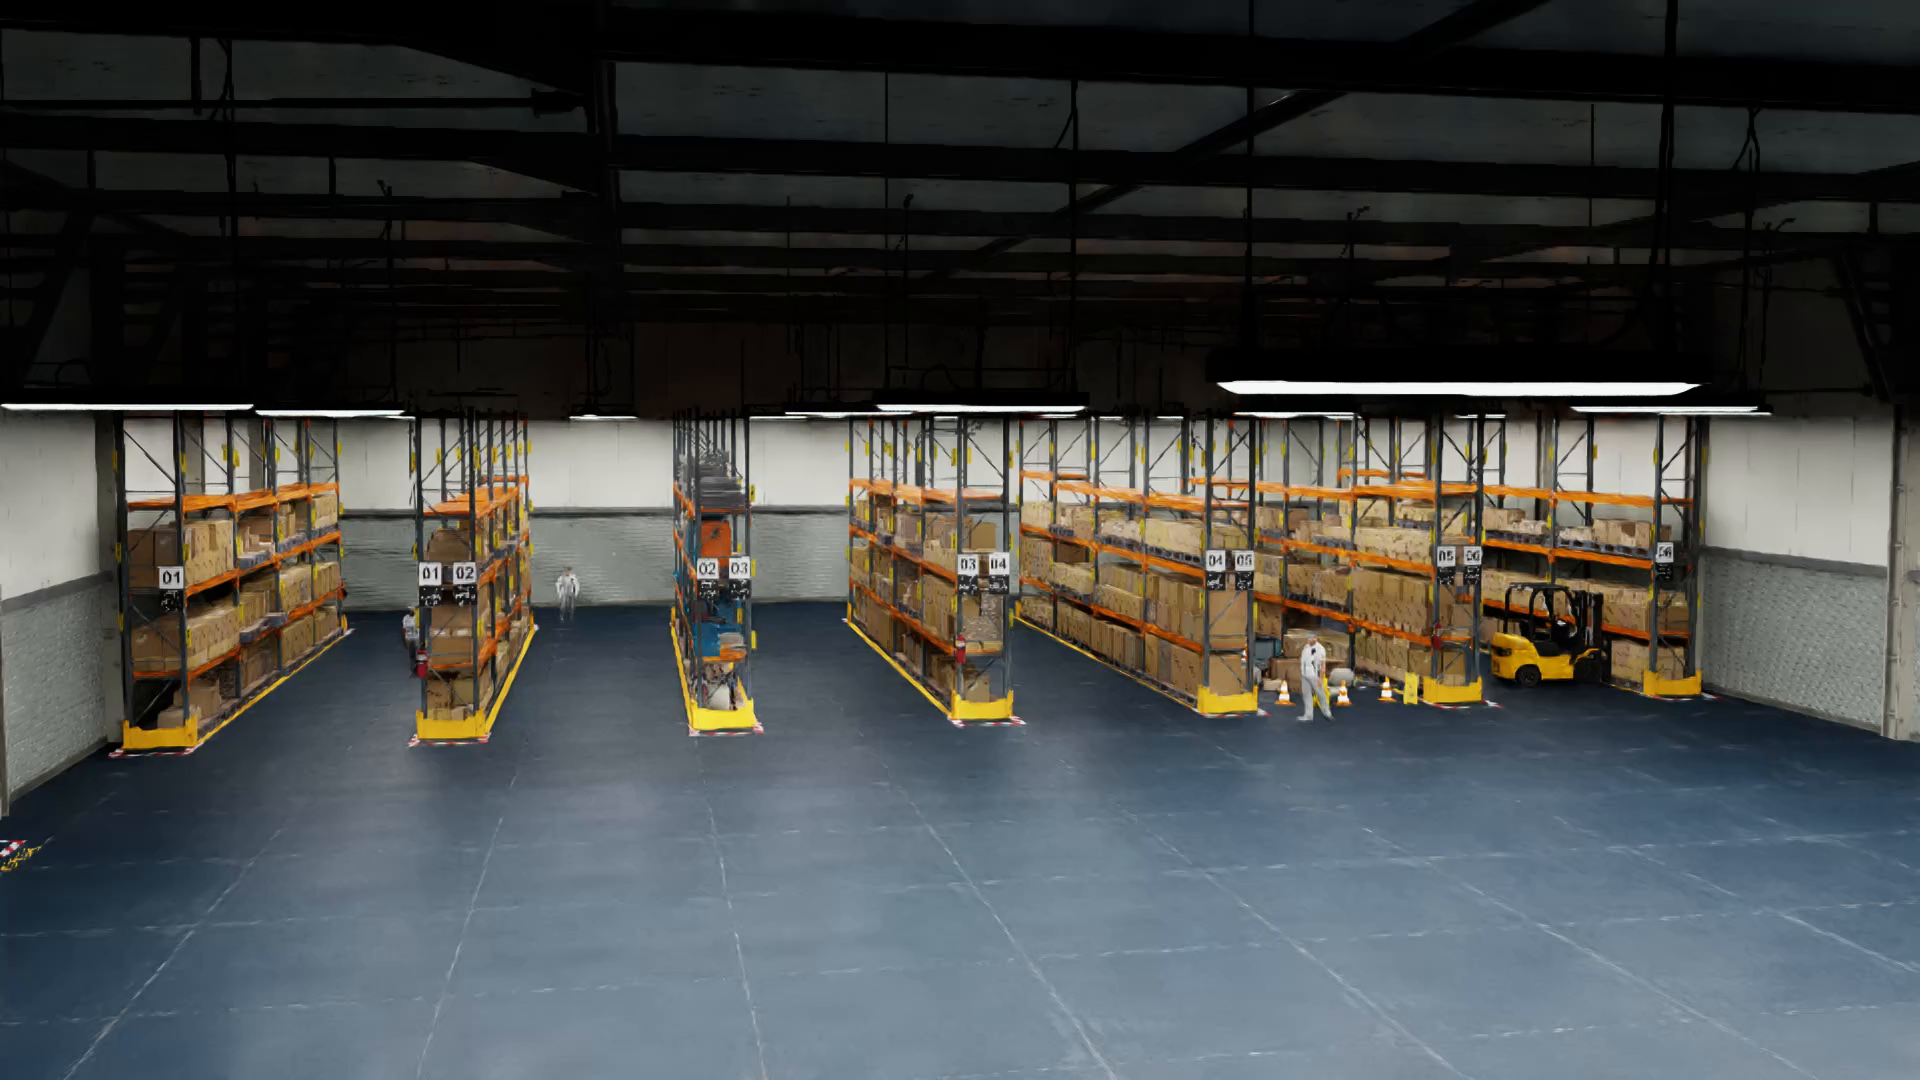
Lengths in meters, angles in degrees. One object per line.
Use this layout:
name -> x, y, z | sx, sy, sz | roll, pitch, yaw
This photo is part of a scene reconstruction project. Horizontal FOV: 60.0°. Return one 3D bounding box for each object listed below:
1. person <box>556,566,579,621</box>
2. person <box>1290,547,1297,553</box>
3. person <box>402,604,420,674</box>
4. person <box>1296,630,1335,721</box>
person -> -11.244, 1.528, 47.668 | 0.639, 1.632, 0.512 | -1, 4, -14
person -> 10.635, 1.100, 52.677 | 0.617, 1.771, 0.672 | 4, 6, 45
person -> -12.438, 2.216, 37.811 | 0.456, 1.575, 1.088 | -1, 4, -9
person -> 6.825, 2.594, 31.818 | 0.509, 1.748, 0.731 | -3, 5, -39
